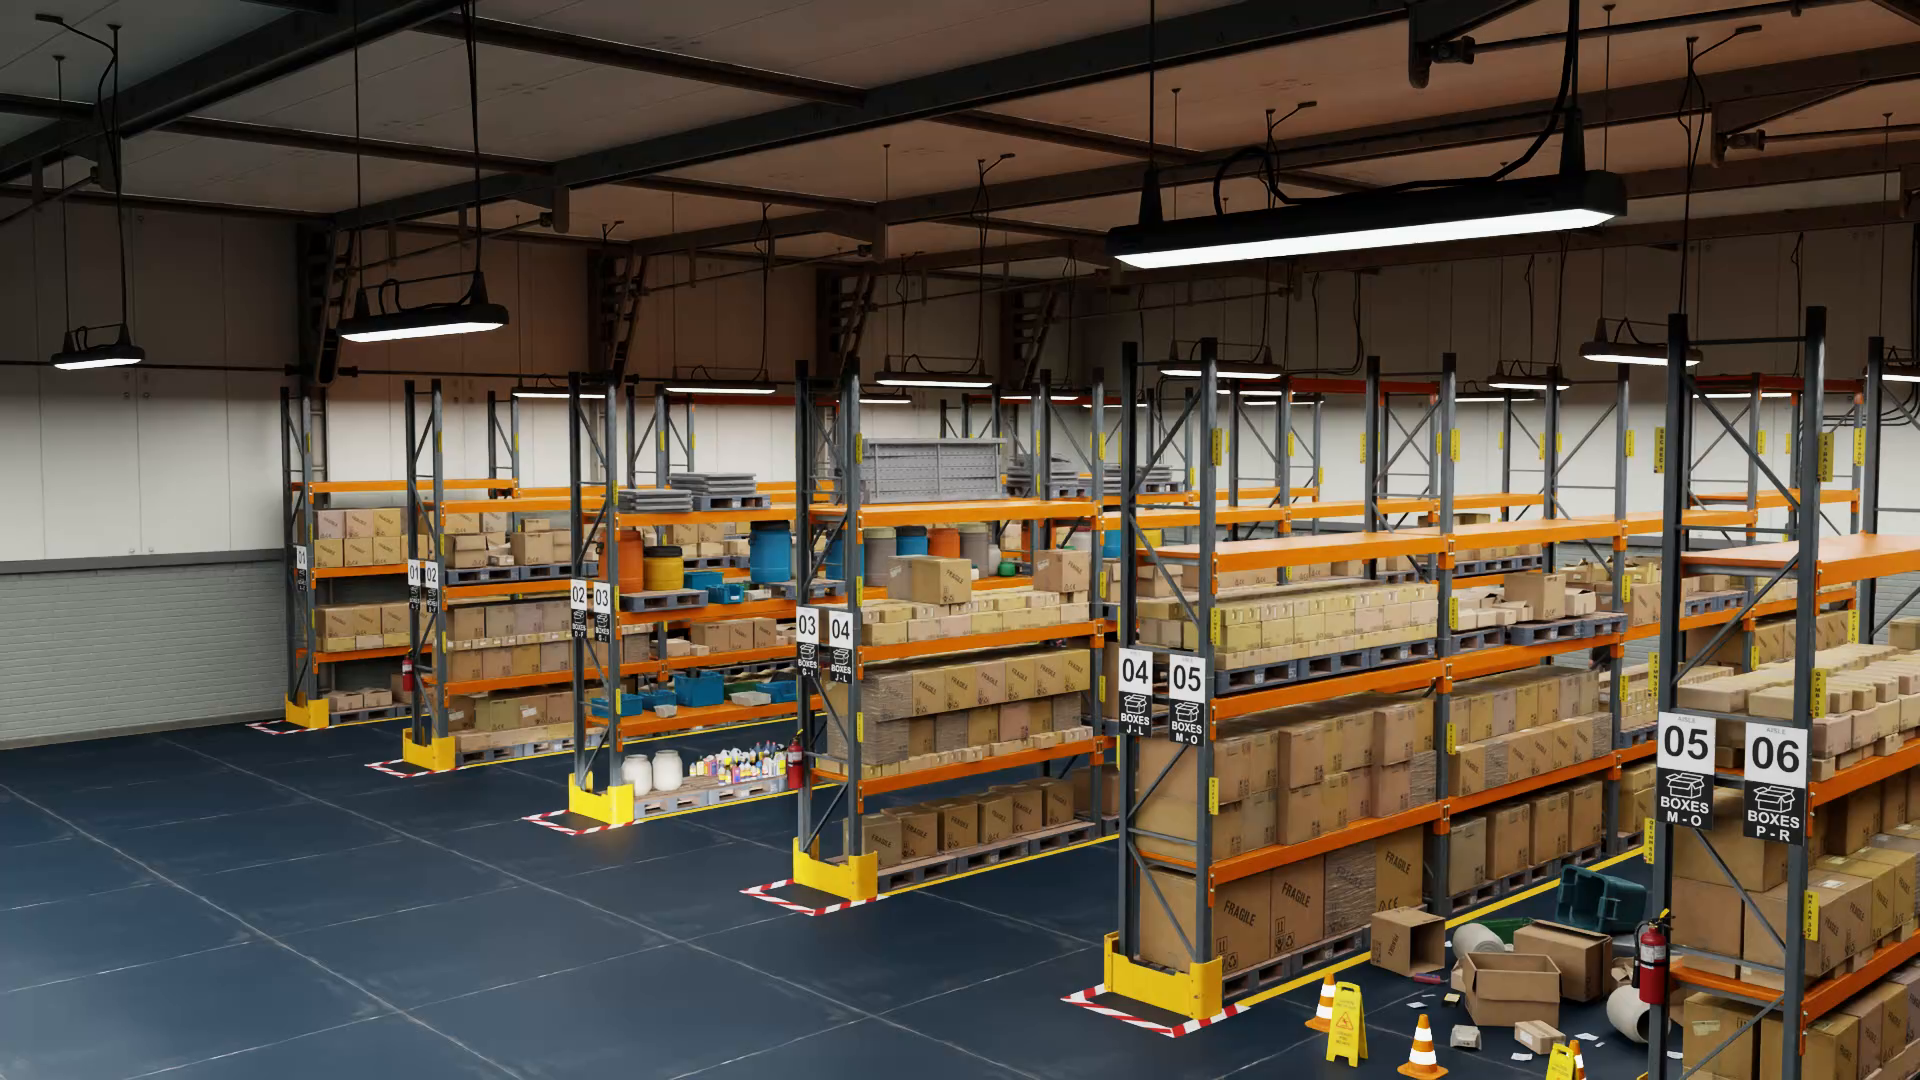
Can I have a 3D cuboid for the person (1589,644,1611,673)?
[{"bbox_3d":[12.061,2.340,31.089,0.587,1.787,0.505,2,4,27],"label":"person"}]
